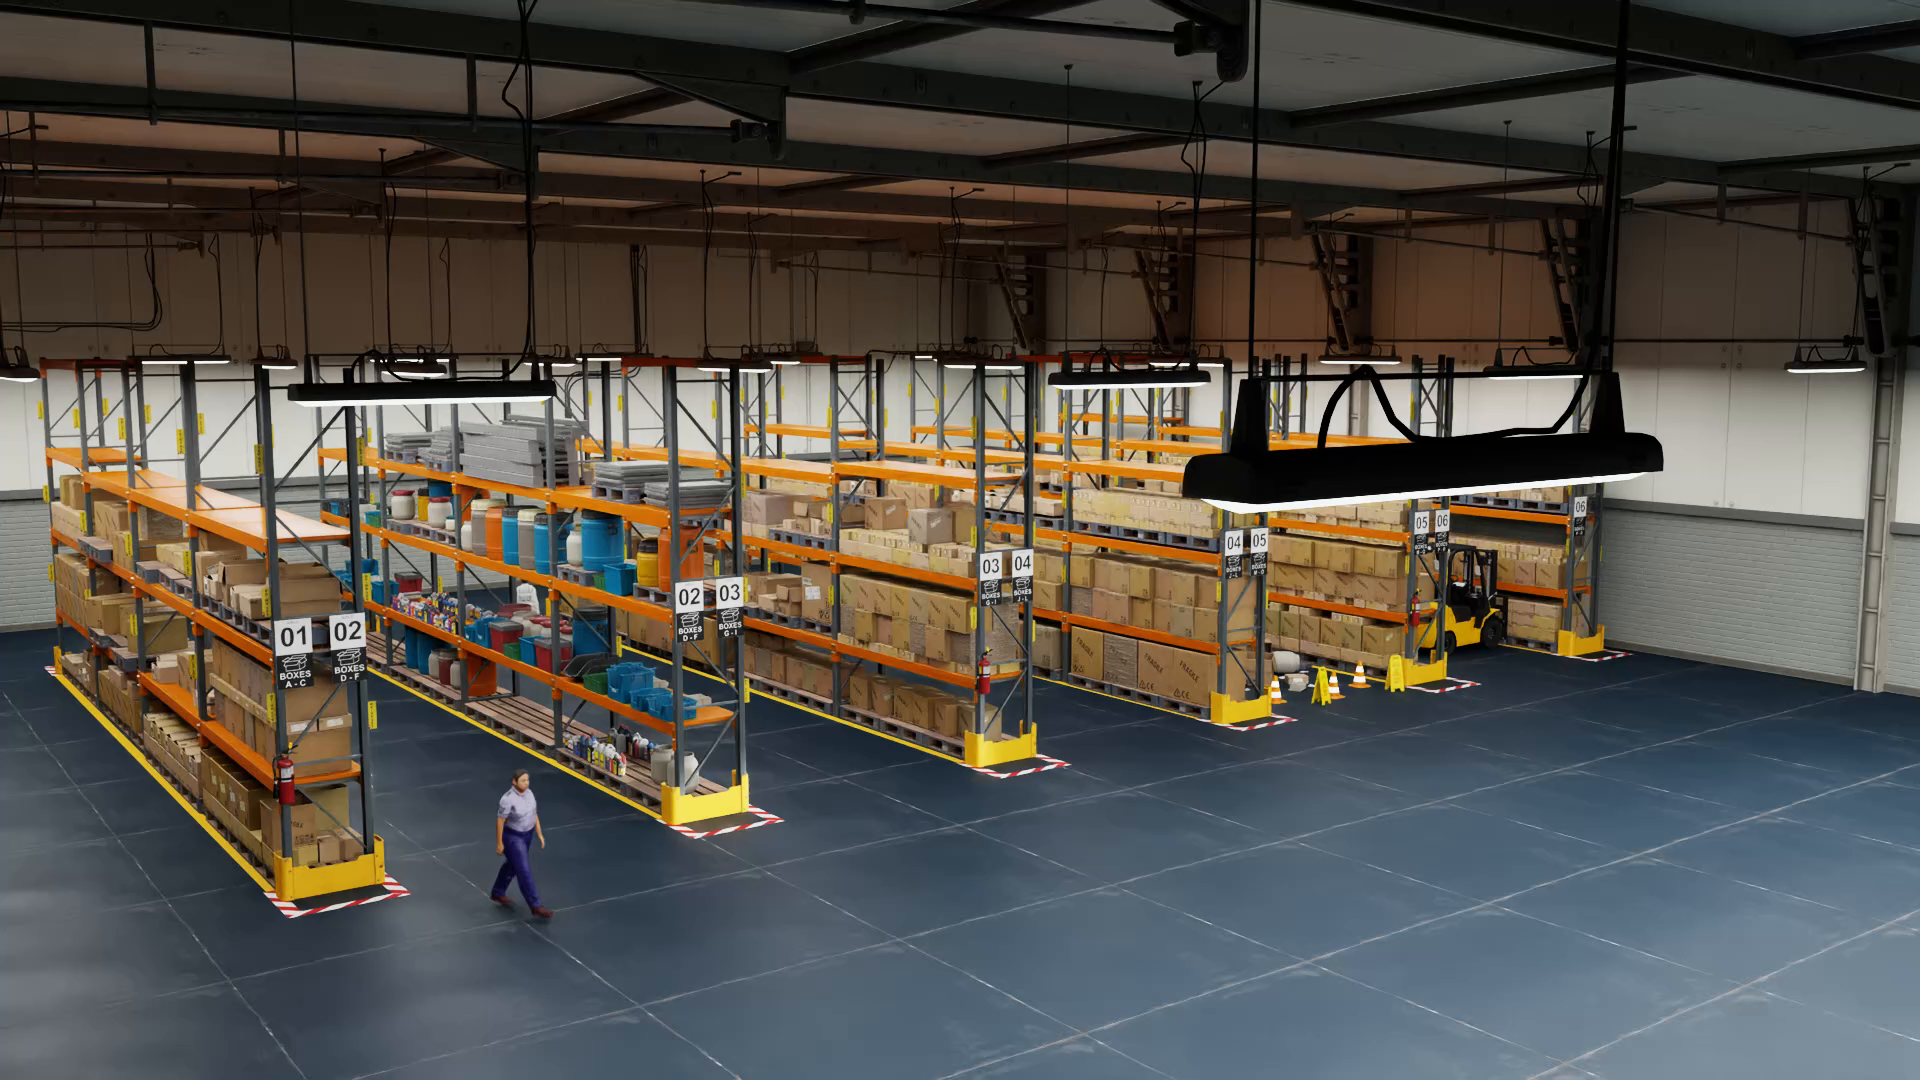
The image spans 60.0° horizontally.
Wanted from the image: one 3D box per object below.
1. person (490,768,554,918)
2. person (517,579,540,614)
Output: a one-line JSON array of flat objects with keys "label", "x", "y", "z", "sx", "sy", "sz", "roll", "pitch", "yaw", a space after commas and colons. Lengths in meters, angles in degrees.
[{"label": "person", "x": -4.838, "y": 3.319, "z": 18.405, "sx": 0.974, "sy": 1.580, "sz": 0.524, "roll": 2, "pitch": 7, "yaw": 18}, {"label": "person", "x": -8.731, "y": 1.489, "z": 33.482, "sx": 0.514, "sy": 1.677, "sz": 0.467, "roll": 0, "pitch": 7, "yaw": 0}]
